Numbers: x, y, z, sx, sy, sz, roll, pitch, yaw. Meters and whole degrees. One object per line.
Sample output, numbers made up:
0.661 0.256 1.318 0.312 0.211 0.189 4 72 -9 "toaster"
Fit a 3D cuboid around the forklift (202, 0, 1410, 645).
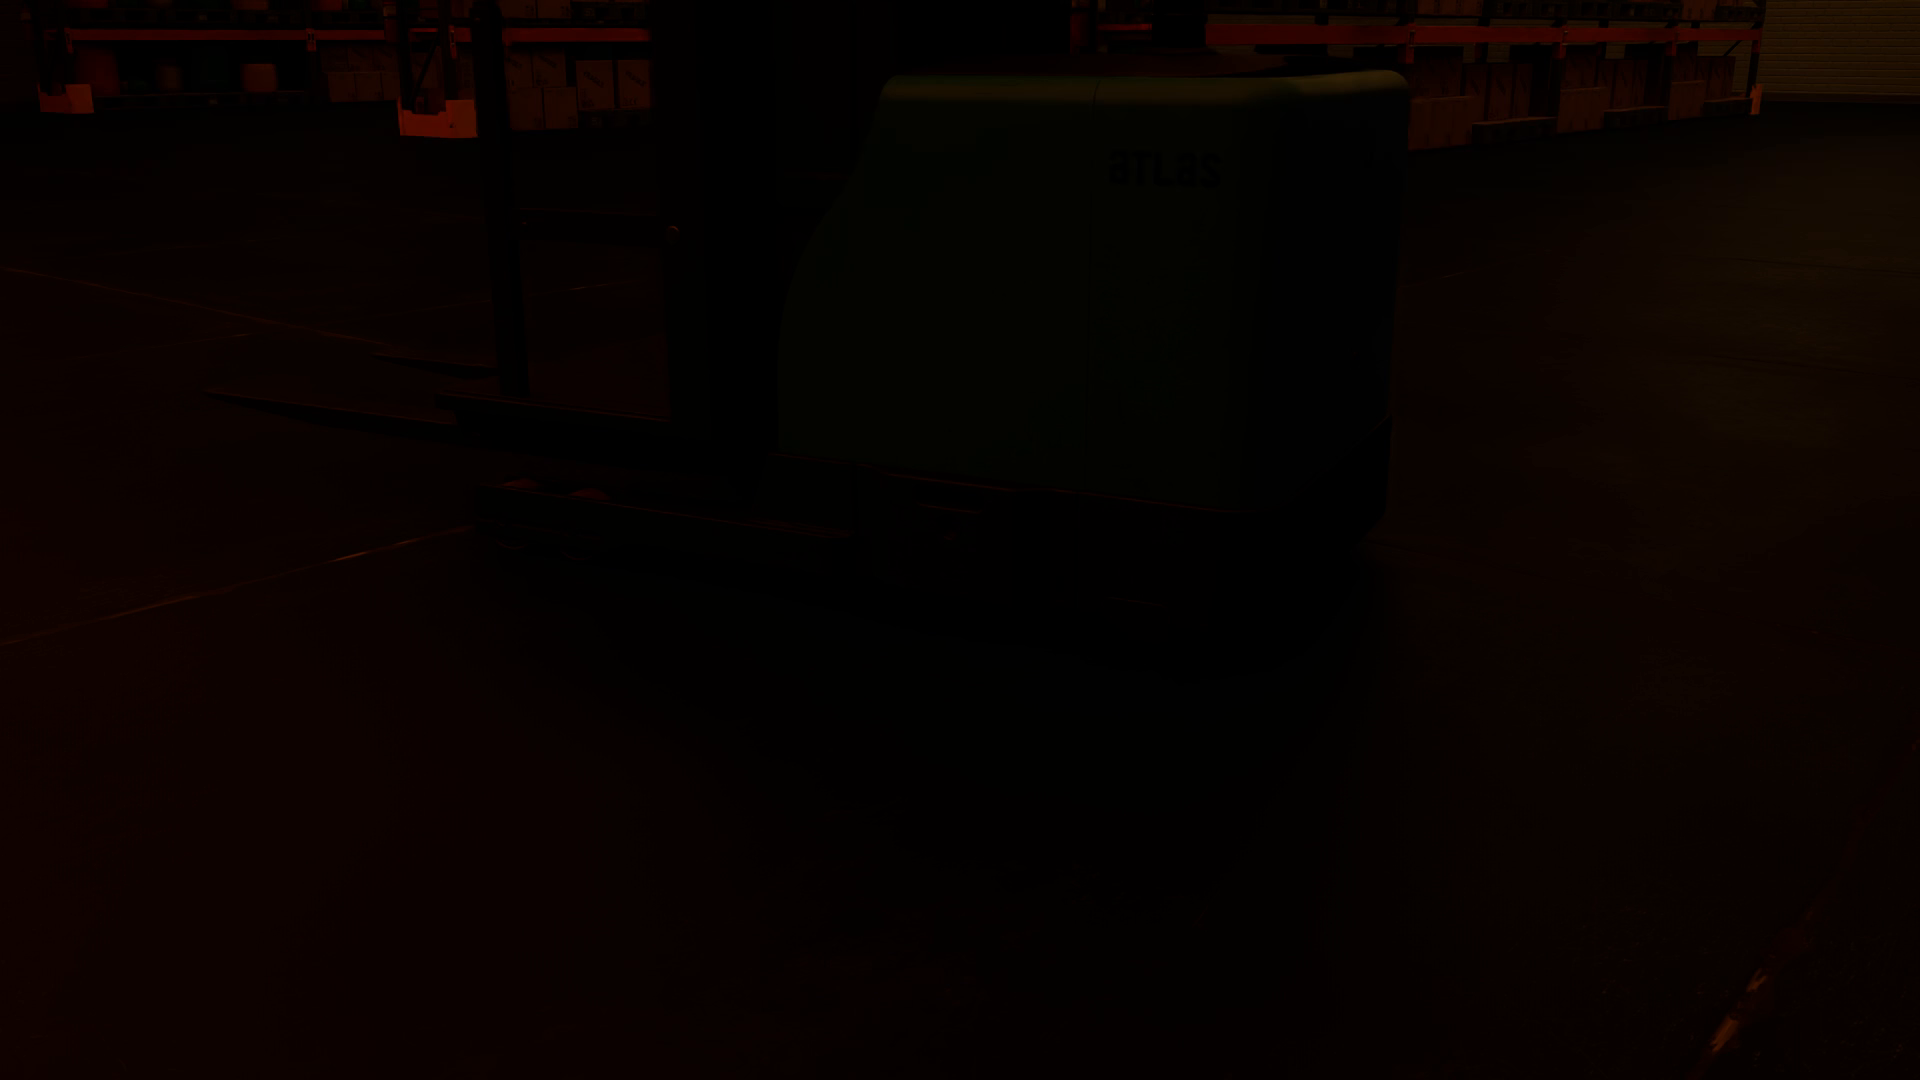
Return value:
-0.553 -1.480 3.771 3.031 2.935 1.130 8 19 26 "forklift"
